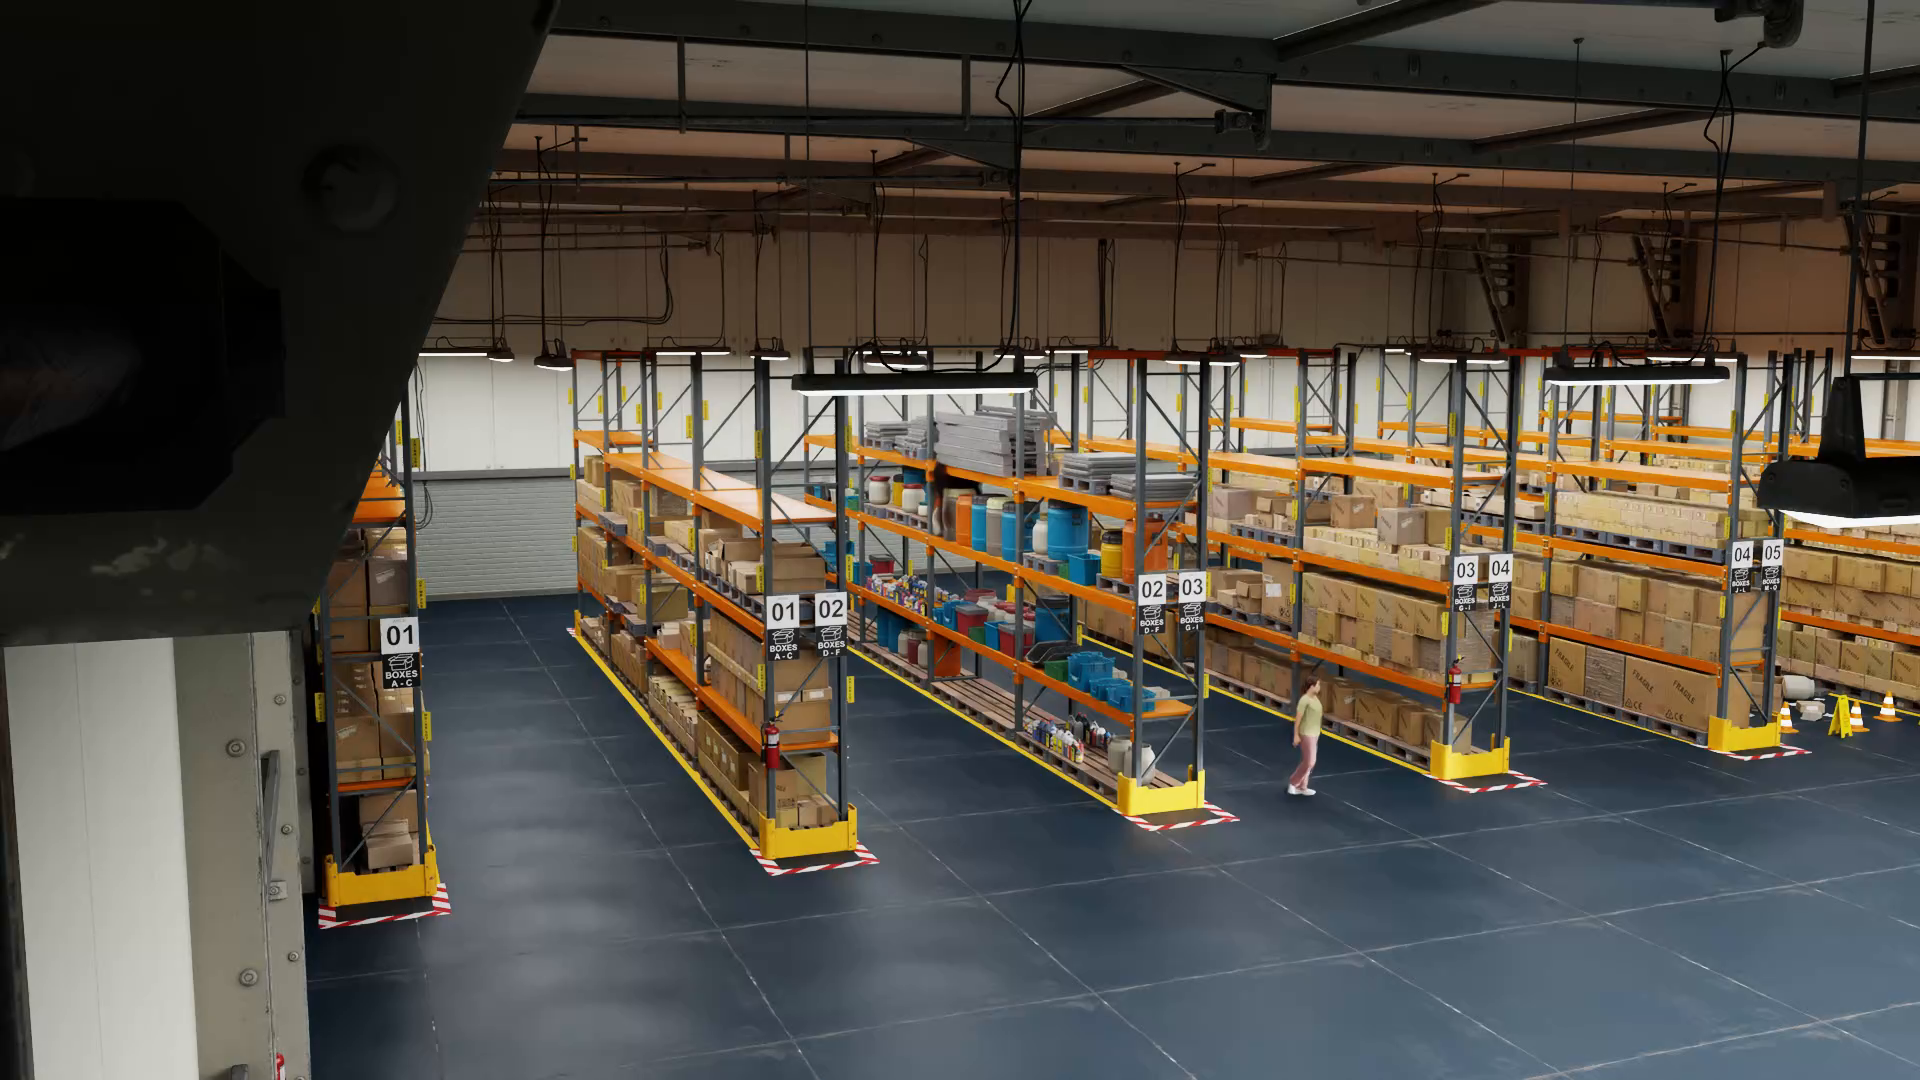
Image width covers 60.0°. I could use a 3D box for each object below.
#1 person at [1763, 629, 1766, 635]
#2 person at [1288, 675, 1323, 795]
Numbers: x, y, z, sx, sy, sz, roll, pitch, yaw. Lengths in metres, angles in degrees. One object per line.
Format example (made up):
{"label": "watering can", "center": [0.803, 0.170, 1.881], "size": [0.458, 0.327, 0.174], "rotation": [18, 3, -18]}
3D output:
{"label": "person", "center": [15.998, 1.281, 33.837], "size": [0.654, 1.697, 0.905], "rotation": [-3, 8, -23]}
{"label": "person", "center": [4.718, 2.677, 22.737], "size": [0.414, 1.663, 0.551], "rotation": [5, 8, 32]}
